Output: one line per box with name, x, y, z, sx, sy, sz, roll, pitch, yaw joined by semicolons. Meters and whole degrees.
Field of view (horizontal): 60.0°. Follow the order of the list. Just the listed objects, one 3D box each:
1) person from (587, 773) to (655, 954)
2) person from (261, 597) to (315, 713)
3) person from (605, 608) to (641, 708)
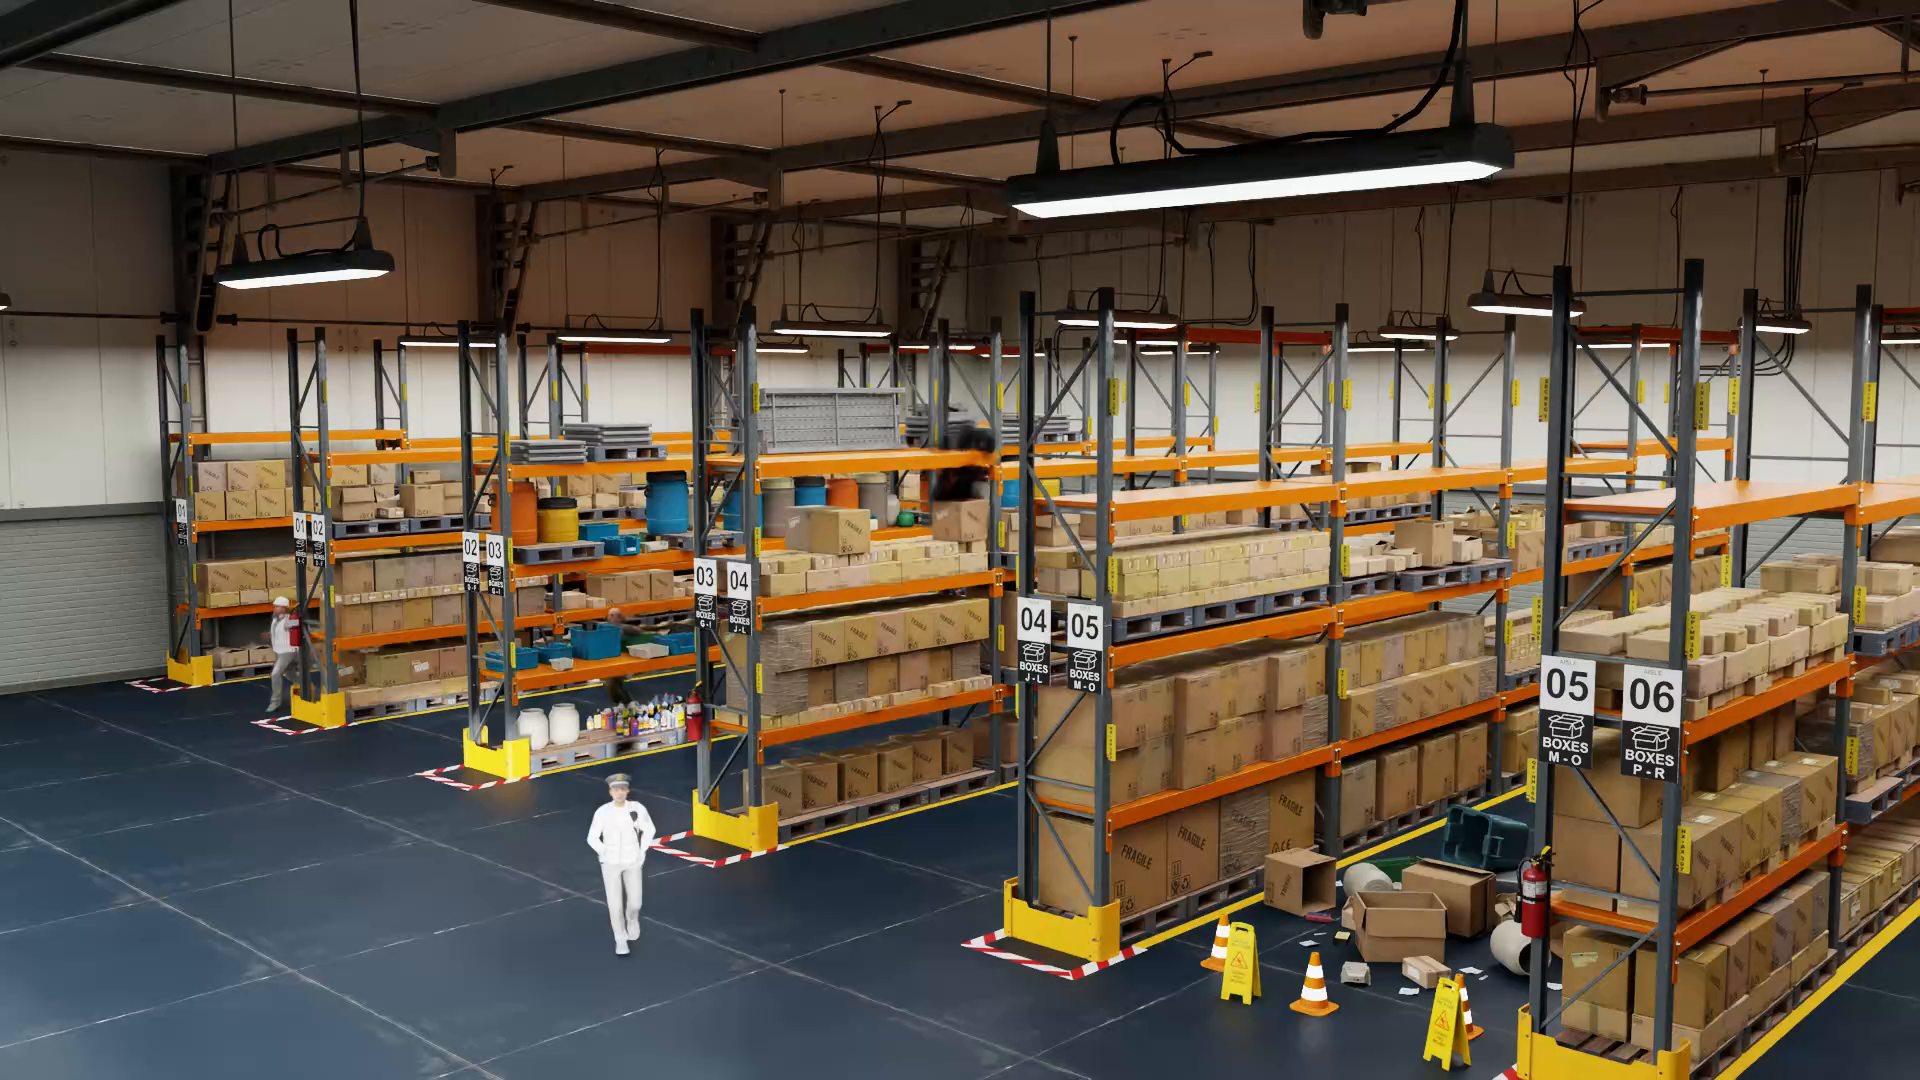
person;-3.060;2.927;15.064;0.609;1.651;0.540;-1;5;-12
person;-10.743;1.797;26.544;0.681;1.806;0.891;5;7;42
person;-5.232;1.913;25.304;0.672;1.771;0.837;4;7;37
